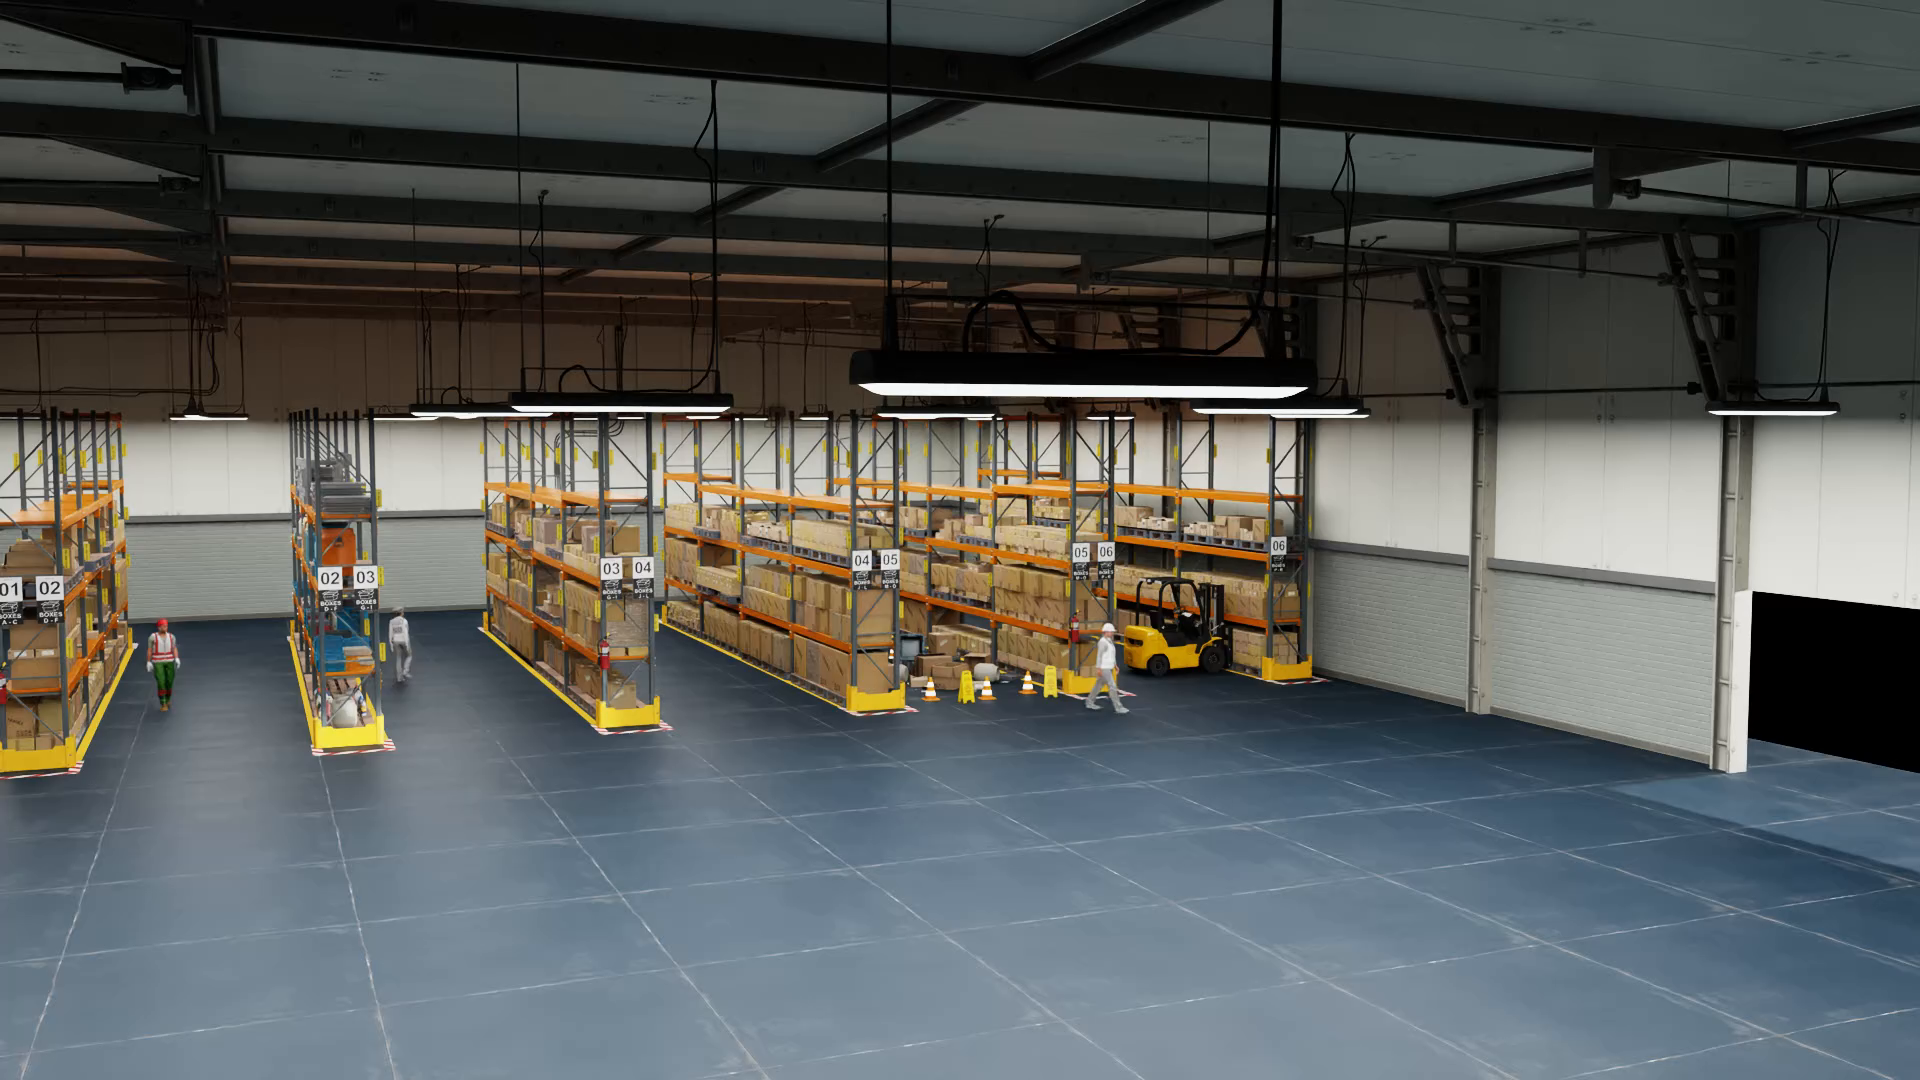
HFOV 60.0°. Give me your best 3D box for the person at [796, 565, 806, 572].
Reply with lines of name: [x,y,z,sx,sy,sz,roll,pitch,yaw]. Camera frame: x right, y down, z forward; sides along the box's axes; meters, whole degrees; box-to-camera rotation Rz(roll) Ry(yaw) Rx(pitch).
person: [-4.620,1.486,48.101,0.922,1.735,0.585,0,4,6]

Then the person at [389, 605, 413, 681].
person: [-12.416,2.294,36.891,0.517,1.671,0.458,0,4,-6]

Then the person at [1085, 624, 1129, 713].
person: [2.936,2.520,32.990,0.942,1.725,0.562,1,4,14]

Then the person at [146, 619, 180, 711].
person: [-15.978,2.507,33.445,0.694,1.813,0.569,4,6,44]
